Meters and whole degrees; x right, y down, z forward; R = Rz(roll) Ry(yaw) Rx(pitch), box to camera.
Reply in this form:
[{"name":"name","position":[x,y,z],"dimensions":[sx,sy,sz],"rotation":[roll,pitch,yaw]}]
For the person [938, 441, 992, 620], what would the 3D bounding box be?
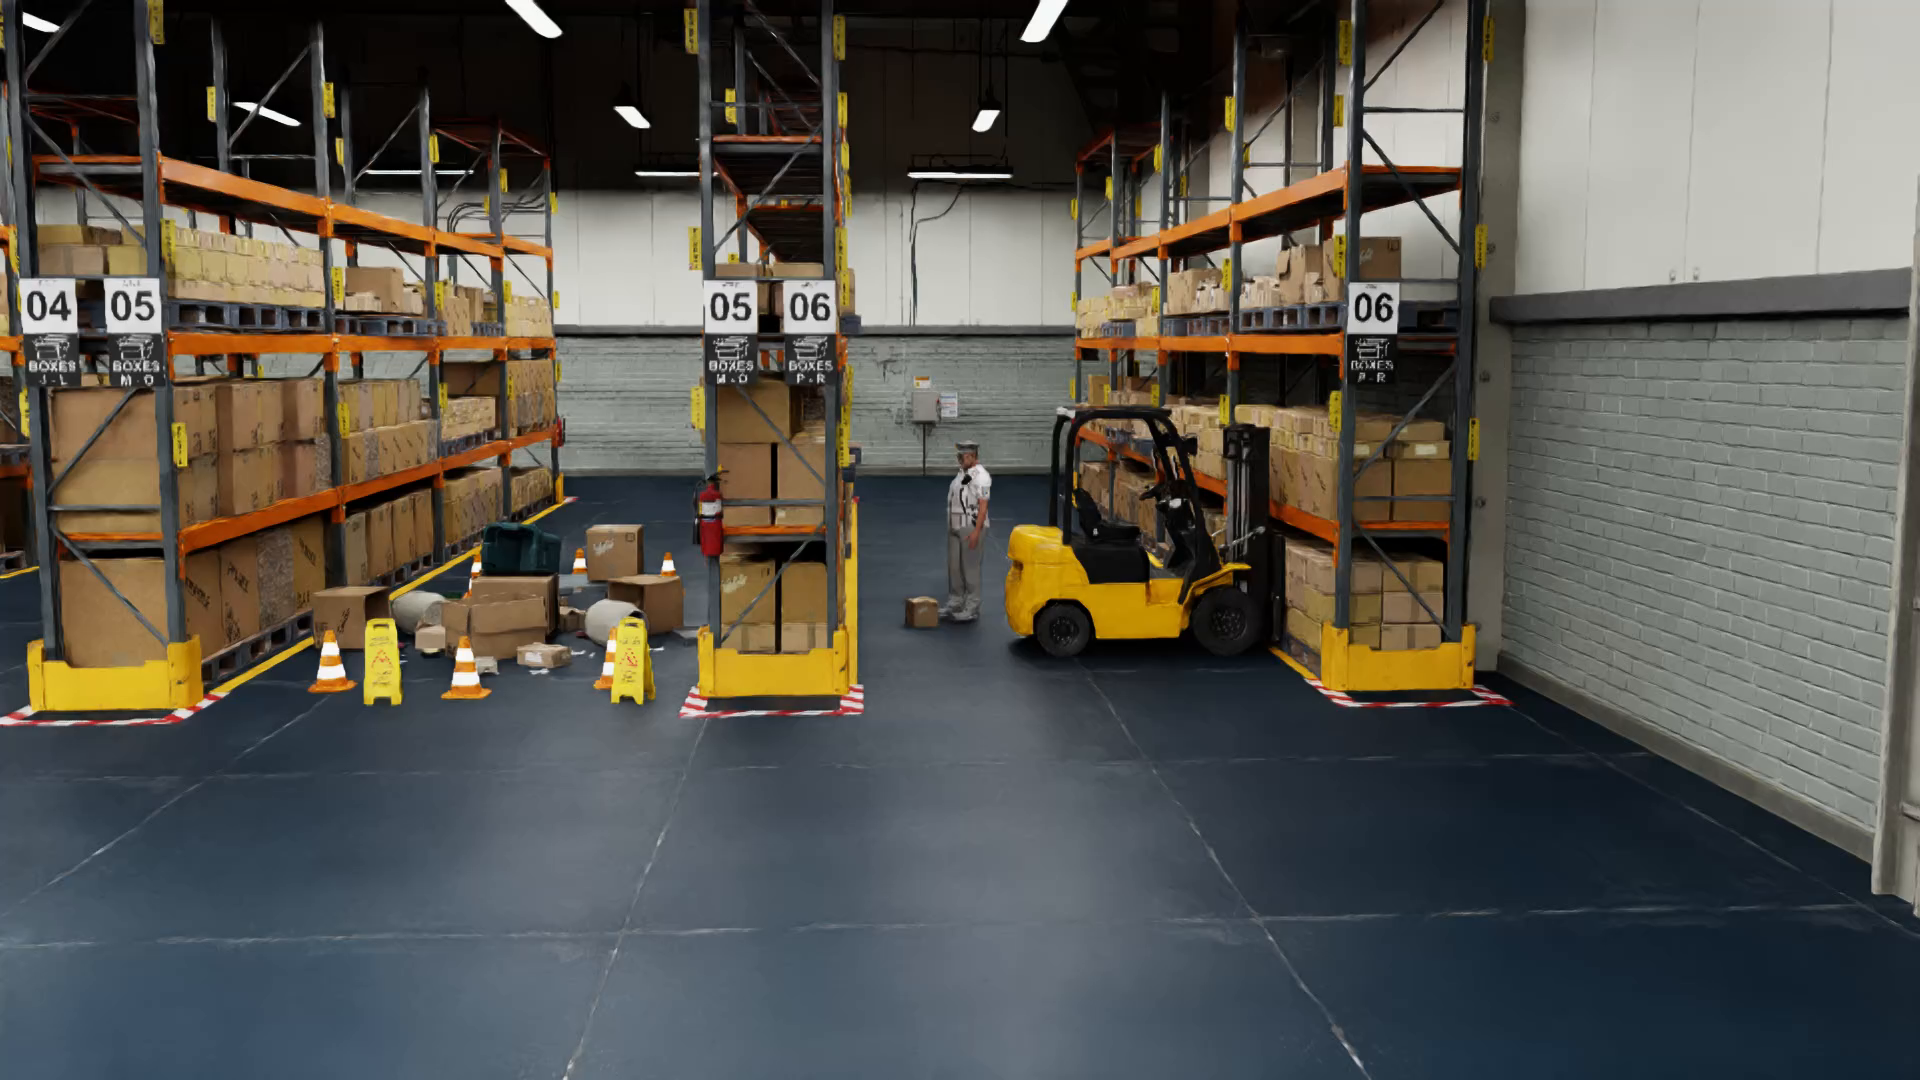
[{"name":"person","position":[0.024,-0.098,16.395],"dimensions":[0.501,1.748,0.569],"rotation":[-4,8,-31]}]
